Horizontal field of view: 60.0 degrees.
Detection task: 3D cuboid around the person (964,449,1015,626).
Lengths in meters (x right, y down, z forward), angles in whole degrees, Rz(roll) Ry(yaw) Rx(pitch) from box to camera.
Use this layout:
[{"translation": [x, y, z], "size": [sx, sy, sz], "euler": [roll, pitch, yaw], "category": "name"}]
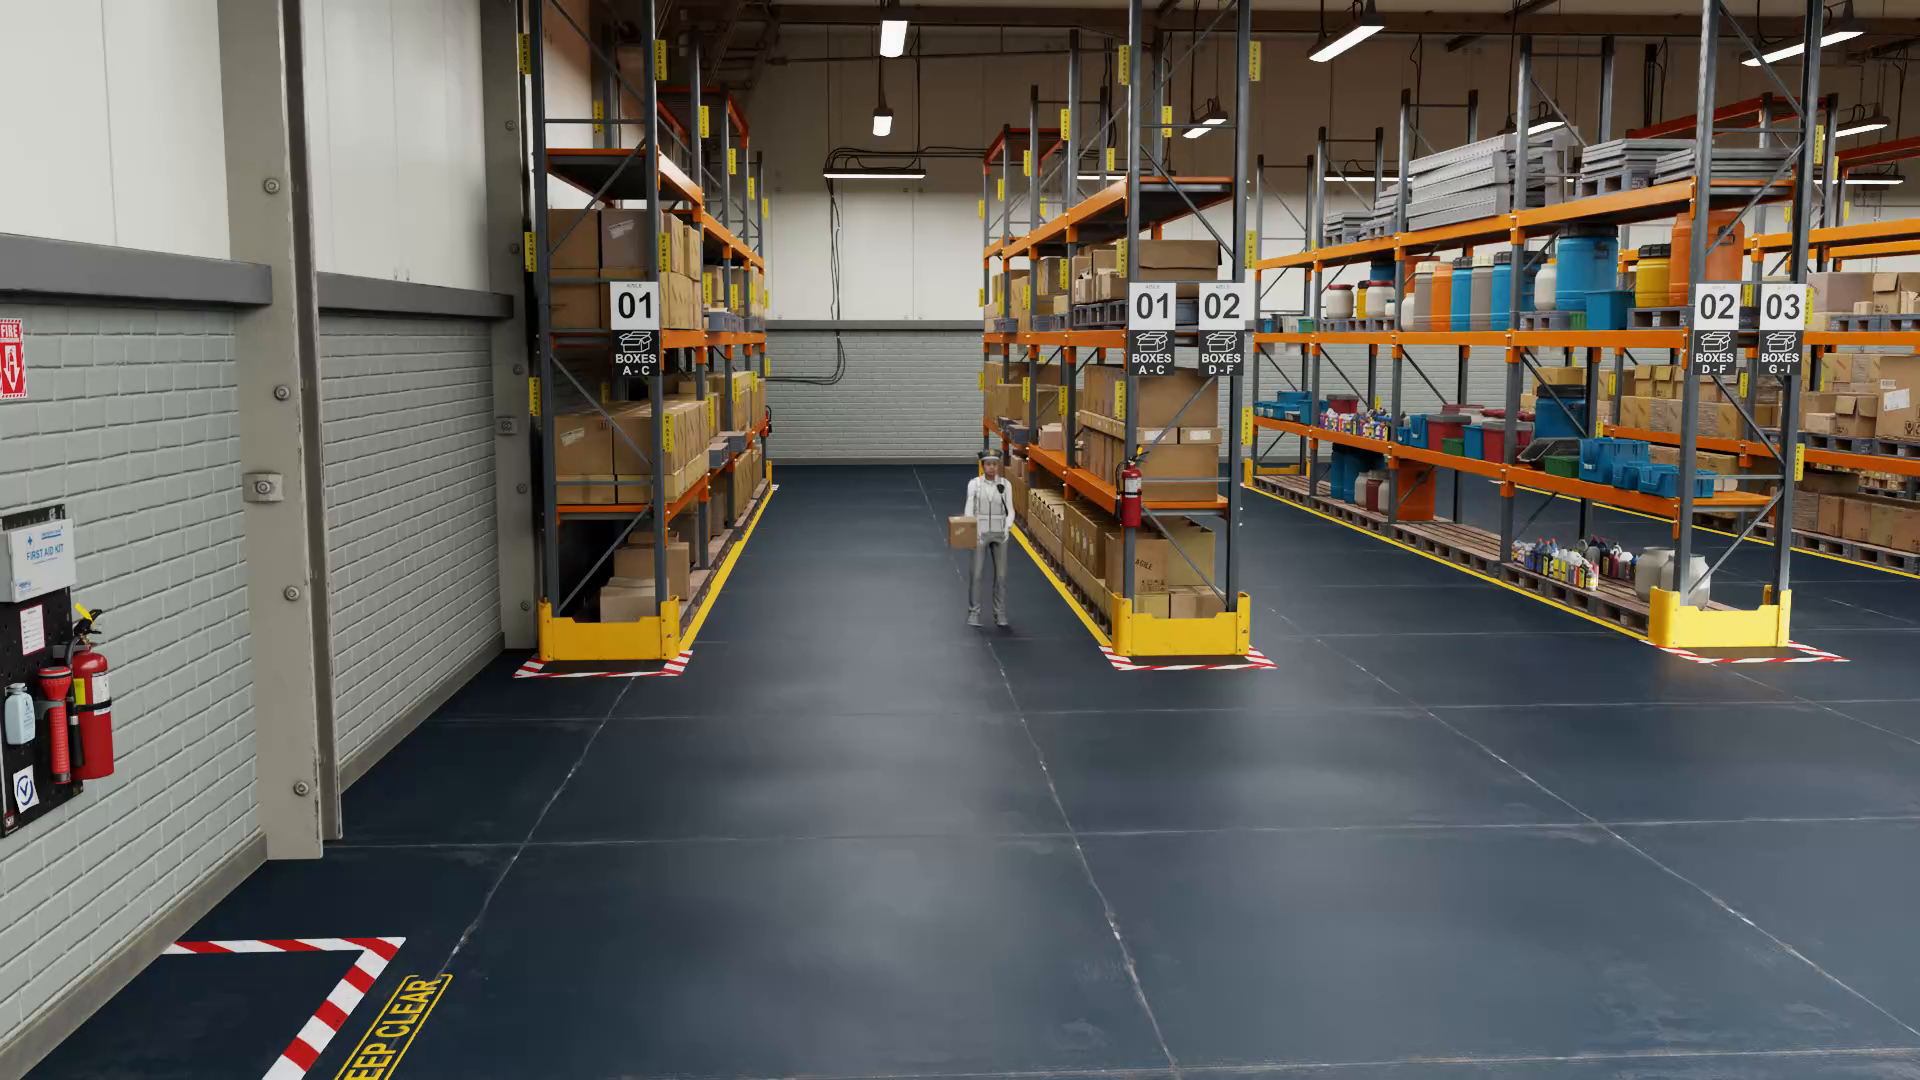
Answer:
[{"translation": [0.289, -0.027, 15.847], "size": [0.492, 1.691, 0.476], "euler": [-1, 7, -5], "category": "person"}]
